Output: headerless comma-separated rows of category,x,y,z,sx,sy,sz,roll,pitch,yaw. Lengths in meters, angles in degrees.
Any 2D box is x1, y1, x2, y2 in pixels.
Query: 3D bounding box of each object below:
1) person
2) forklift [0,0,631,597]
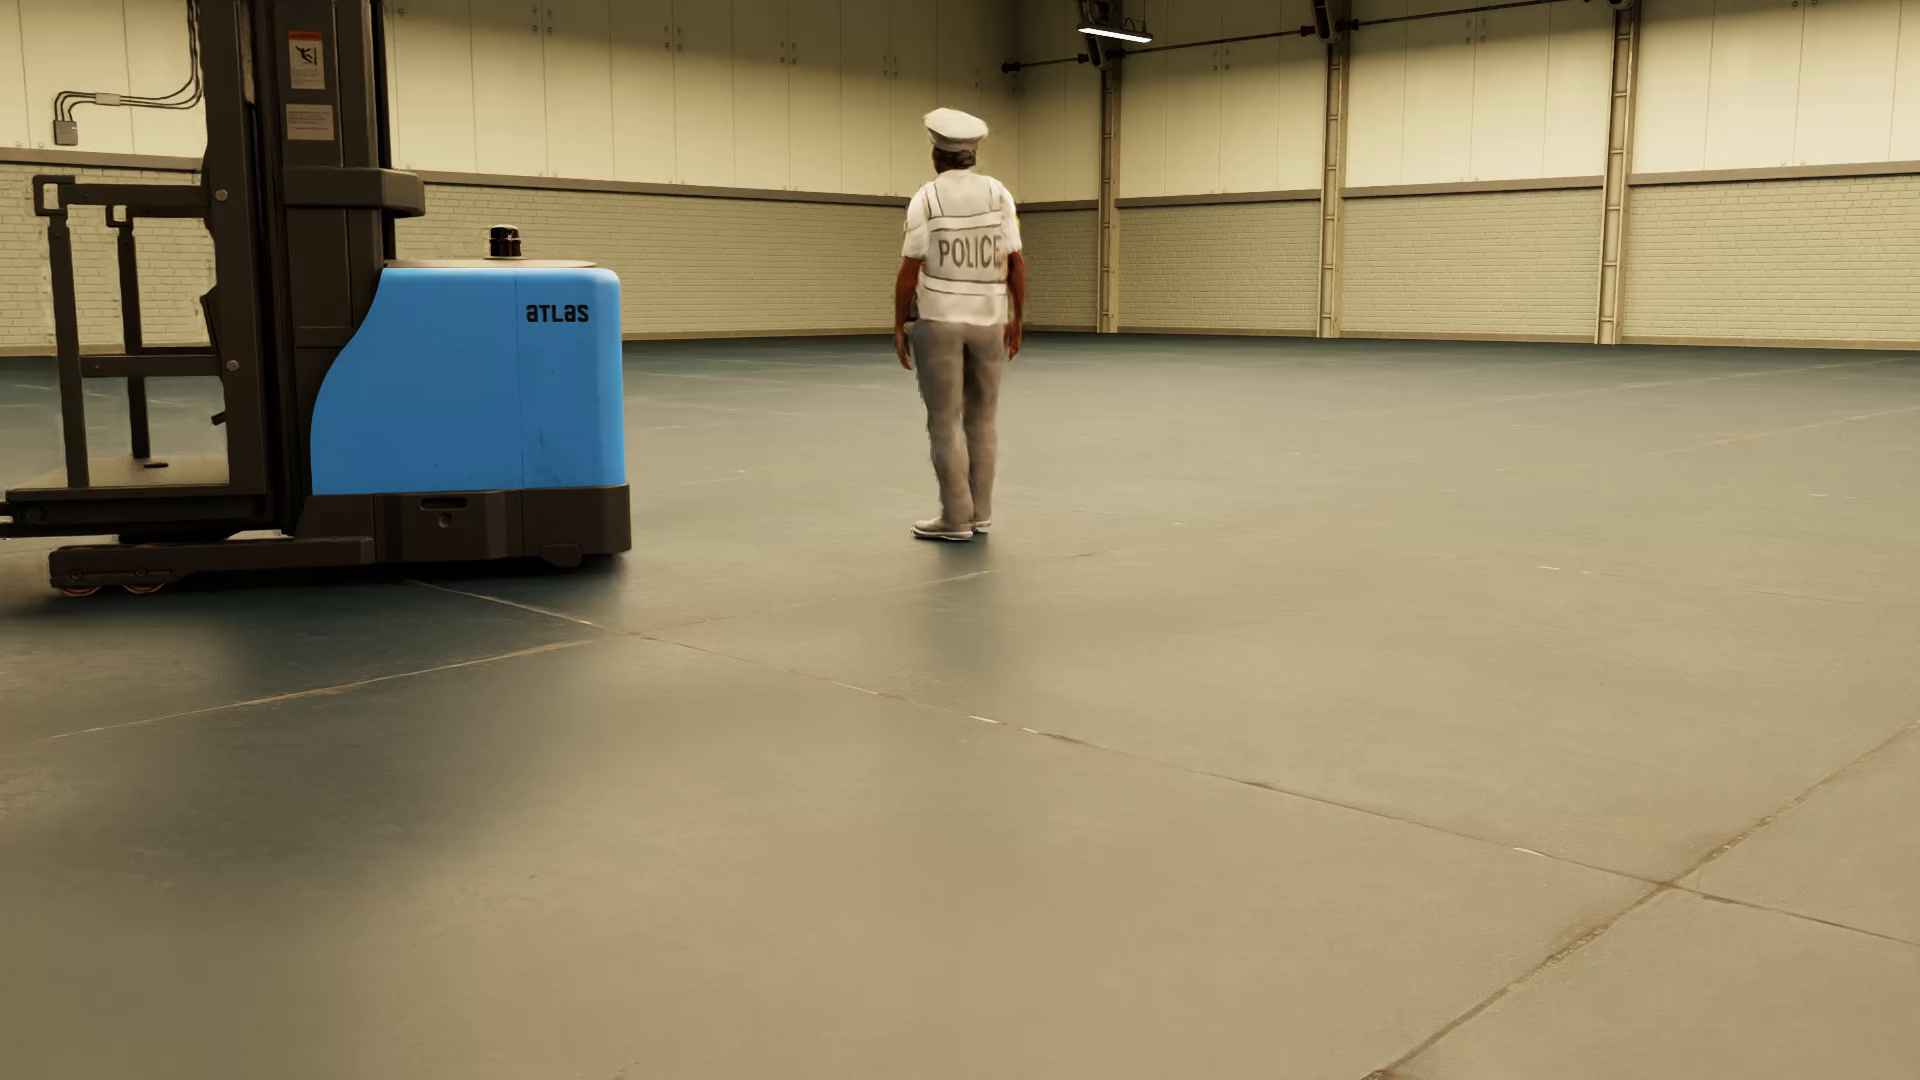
person,-0.027,-0.861,6.706,0.537,1.696,0.604,-2,9,-15
forklift,-2.764,-1.349,5.833,3.031,2.935,1.130,-2,9,-15
